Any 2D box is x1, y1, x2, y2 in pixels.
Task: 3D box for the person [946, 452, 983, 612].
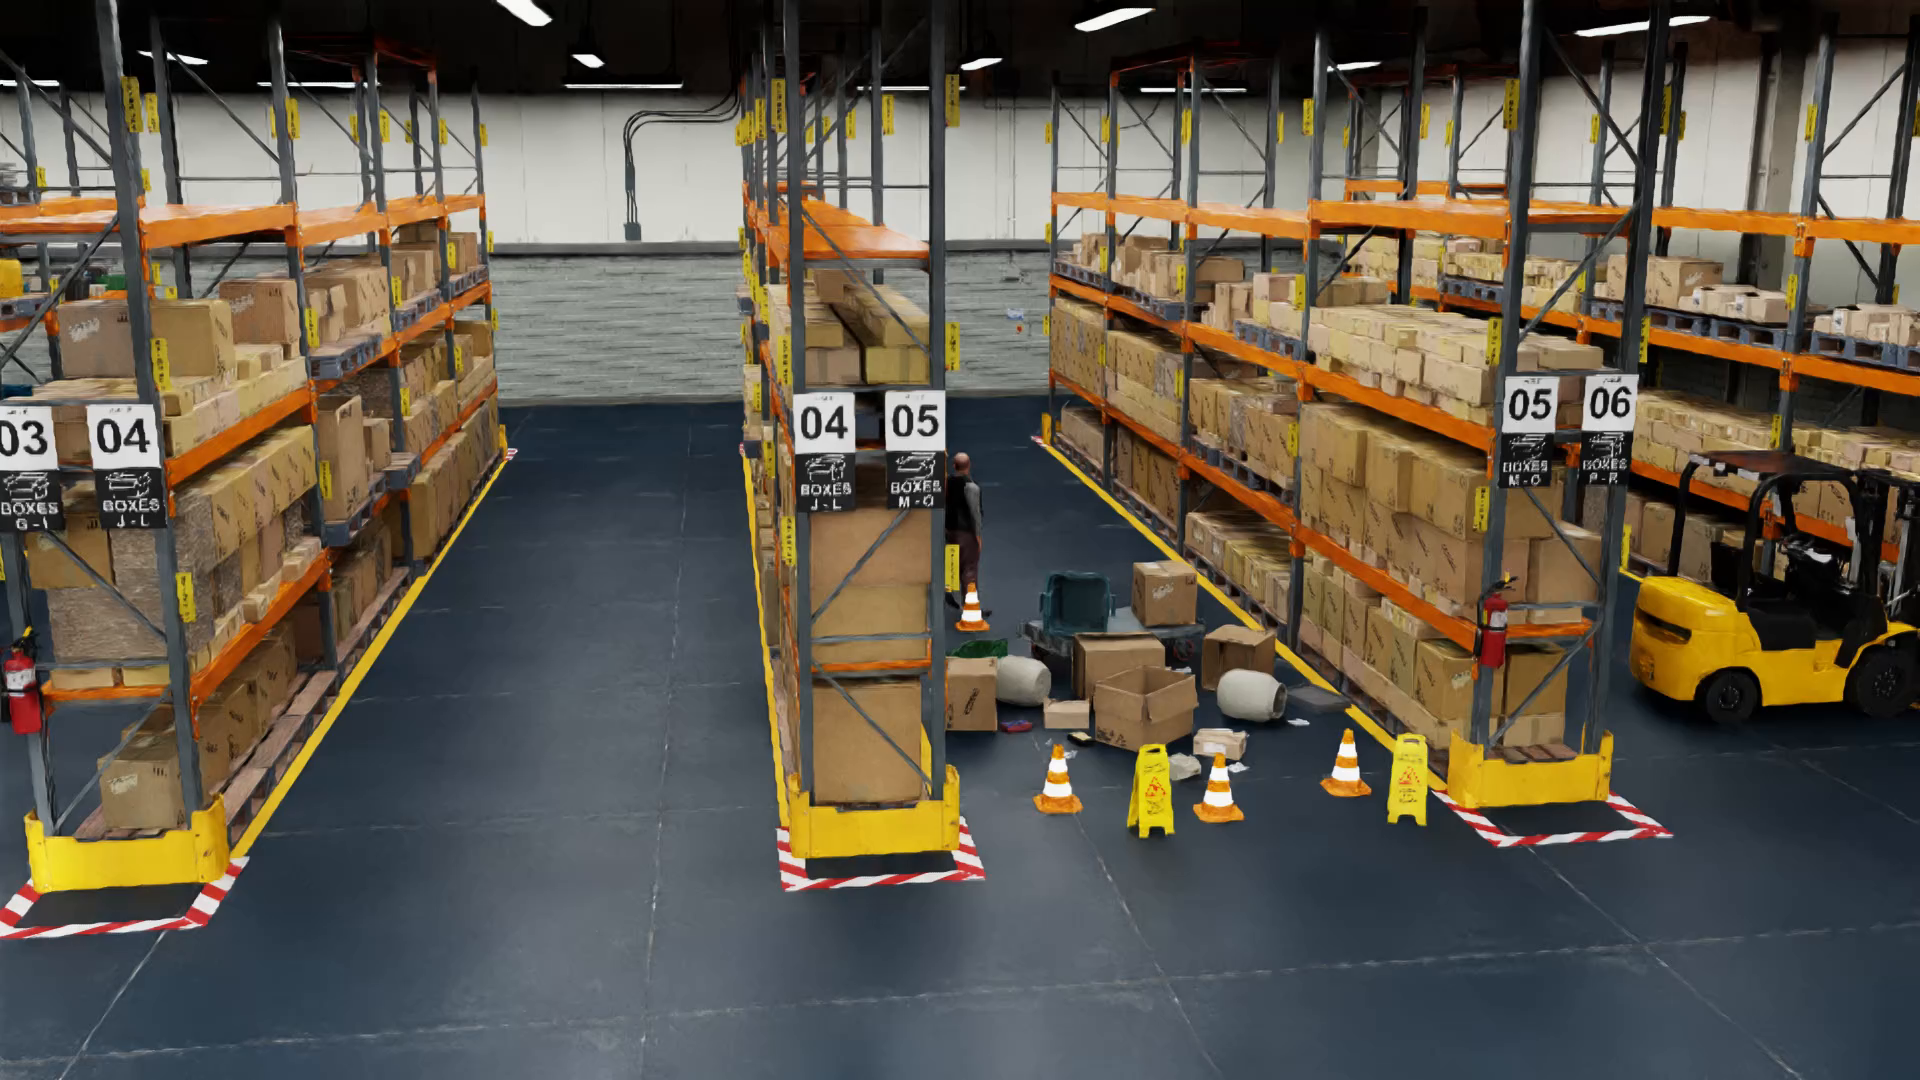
[{"bbox_3d":[0.010,-0.090,17.276,0.472,1.652,0.593,-9,16,-34],"label":"person"}]
